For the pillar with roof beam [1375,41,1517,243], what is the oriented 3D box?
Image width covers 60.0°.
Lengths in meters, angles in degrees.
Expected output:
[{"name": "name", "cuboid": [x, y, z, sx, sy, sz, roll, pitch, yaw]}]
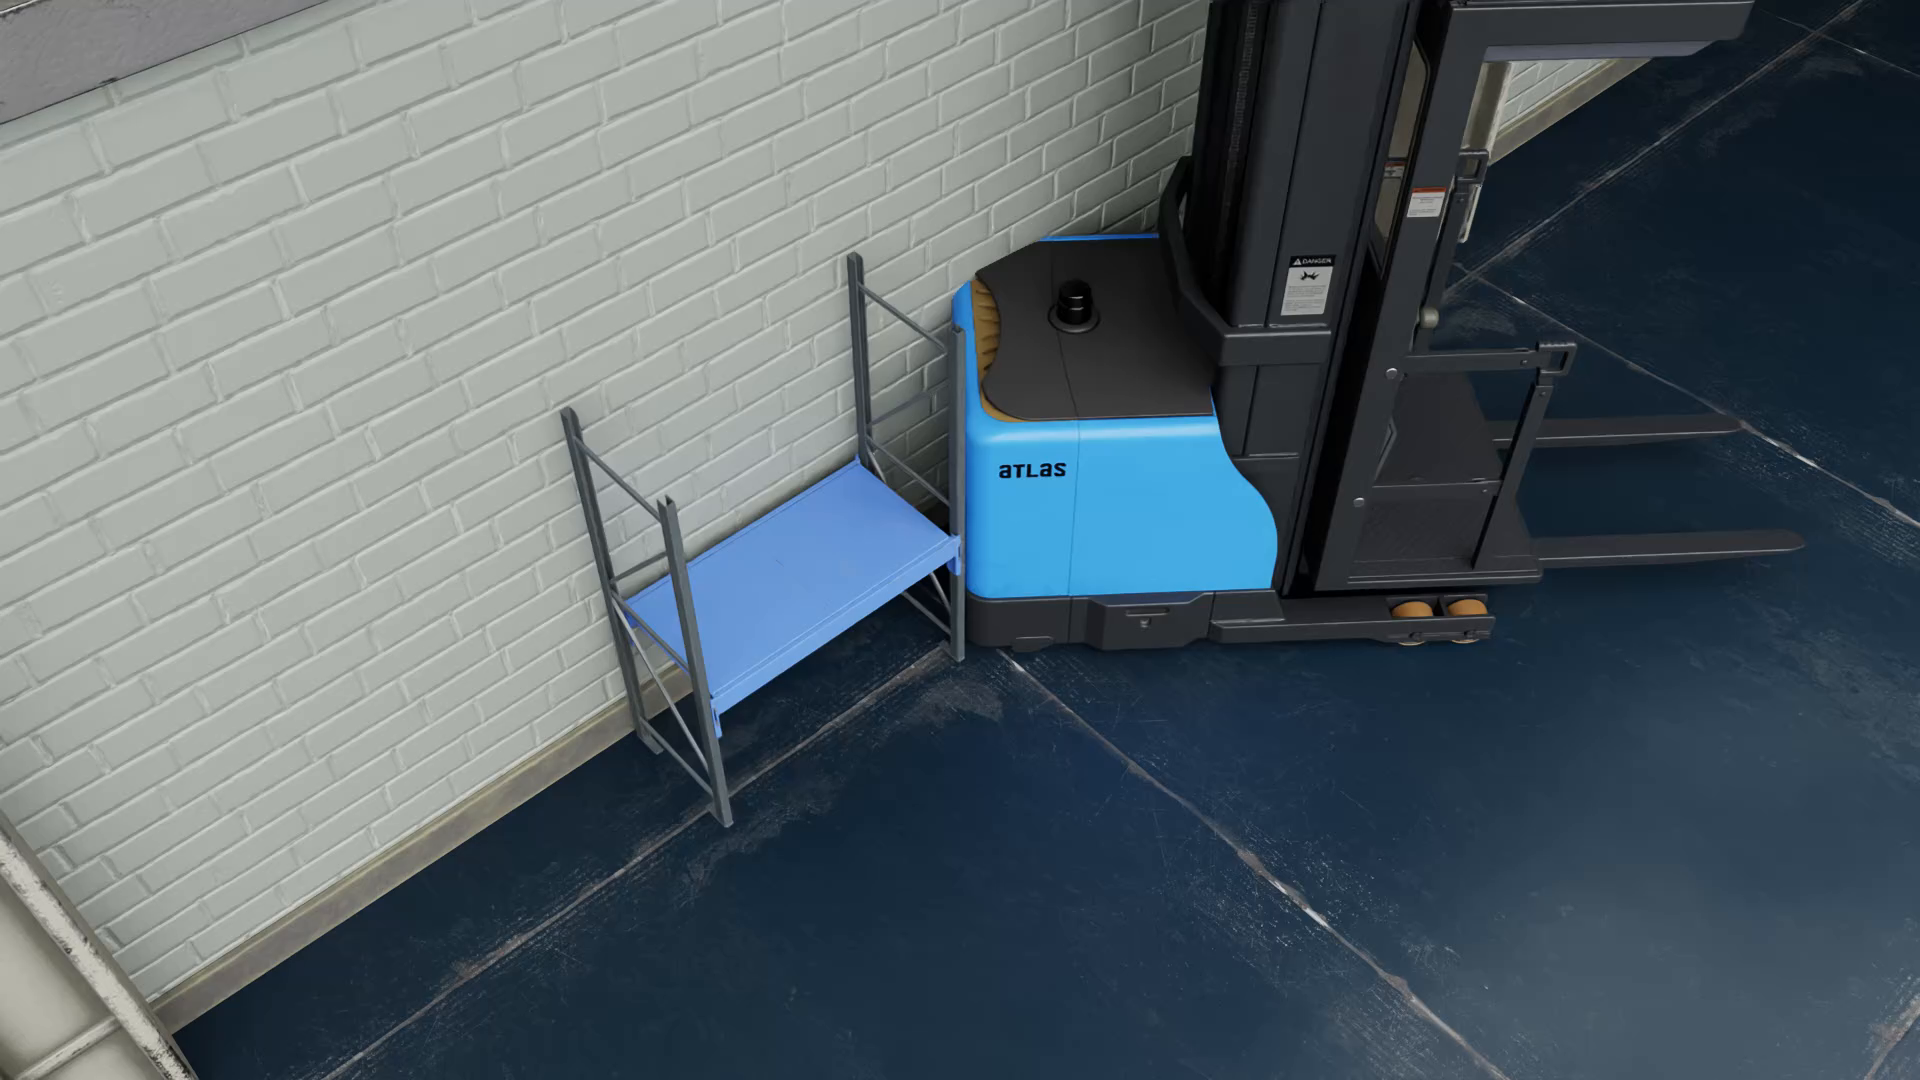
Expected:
[{"name": "pillar with roof beam", "cuboid": [4.940, -2.056, 2.024, 0.400, 9.000, 9.100, -34, 56, -27]}]

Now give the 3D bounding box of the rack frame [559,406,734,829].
[{"name": "rack frame", "cuboid": [-0.914, 0.284, 4.968, 0.032, 1.500, 0.500, -34, 56, -27]}]

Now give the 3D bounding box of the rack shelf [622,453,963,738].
[{"name": "rack shelf", "cuboid": [-0.538, 0.154, 5.332, 1.000, 0.185, 0.538, -34, 56, -27]}]

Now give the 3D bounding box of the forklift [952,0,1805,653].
[{"name": "forklift", "cuboid": [1.485, -1.010, 5.188, 3.031, 2.935, 1.130, -2, 47, -2]}]

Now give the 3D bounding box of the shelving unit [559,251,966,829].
[{"name": "shelving unit", "cuboid": [-0.538, 0.033, 5.199, 1.048, 1.500, 0.538, -34, 56, -27]}]

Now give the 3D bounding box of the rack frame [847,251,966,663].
[{"name": "rack frame", "cuboid": [-0.162, -0.219, 5.431, 0.032, 1.500, 0.500, -34, 56, -27]}]
